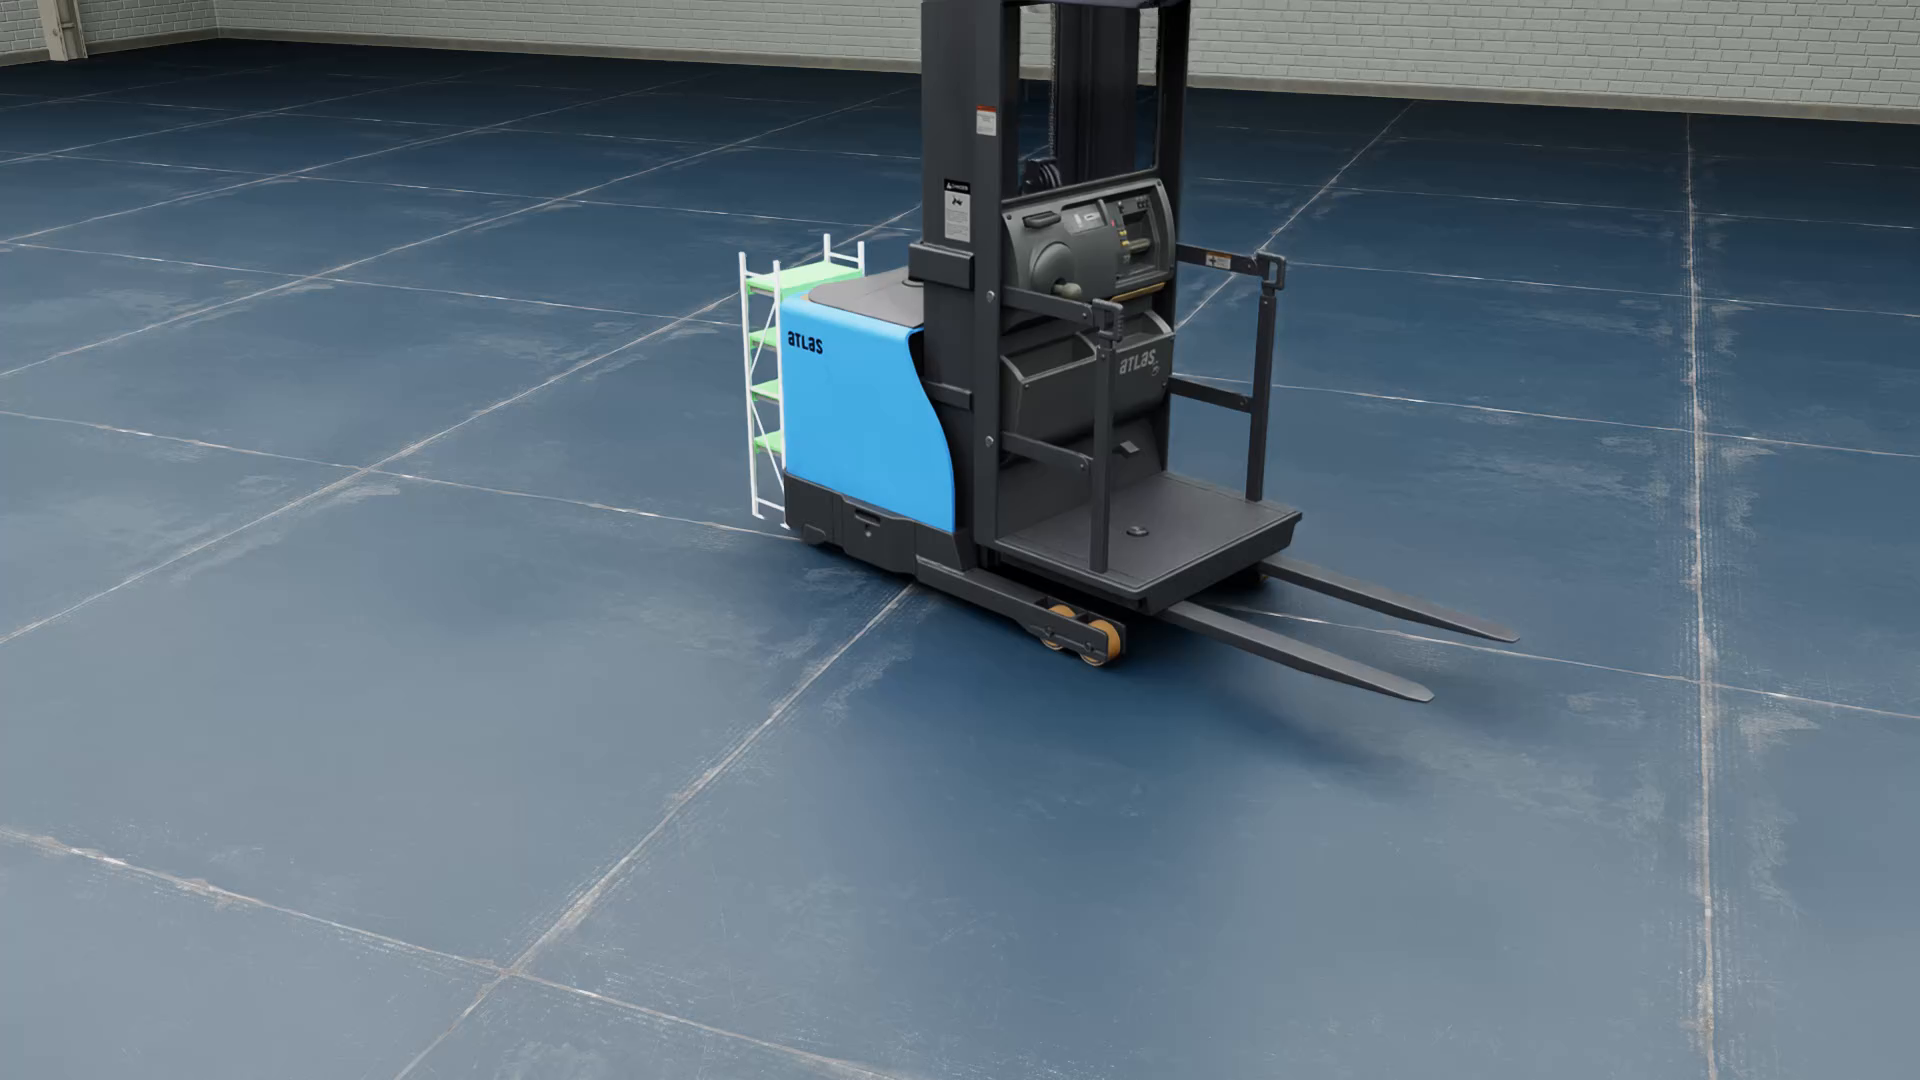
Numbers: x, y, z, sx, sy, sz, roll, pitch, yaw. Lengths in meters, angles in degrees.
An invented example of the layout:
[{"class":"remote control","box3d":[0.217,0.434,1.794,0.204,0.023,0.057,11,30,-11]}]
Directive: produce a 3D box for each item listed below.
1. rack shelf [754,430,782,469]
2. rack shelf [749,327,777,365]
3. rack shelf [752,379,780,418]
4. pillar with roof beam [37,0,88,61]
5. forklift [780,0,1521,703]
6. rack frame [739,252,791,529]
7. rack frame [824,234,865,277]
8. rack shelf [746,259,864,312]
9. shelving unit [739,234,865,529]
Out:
[{"class":"rack shelf","box3d":[-0.678,-0.424,7.498,0.258,0.148,0.480,20,30,39]},{"class":"rack shelf","box3d":[-0.678,-0.867,7.313,0.258,0.148,0.480,20,30,39]},{"class":"rack shelf","box3d":[-0.678,-0.646,7.405,0.258,0.148,0.480,20,30,39]},{"class":"pillar with roof beam","box3d":[-8.652,-10.365,20.389,9.100,9.000,0.400,9,24,20]},{"class":"forklift","box3d":[0.651,-1.114,6.115,3.031,2.935,1.130,20,30,39]},{"class":"rack frame","box3d":[-0.844,-0.636,7.216,0.240,1.200,0.015,20,30,39]},{"class":"rack frame","box3d":[-0.512,-0.774,7.545,0.240,1.200,0.015,20,30,39]},{"class":"rack shelf","box3d":[-0.678,-1.089,7.220,0.258,0.148,0.480,20,30,39]},{"class":"shelving unit","box3d":[-0.678,-0.705,7.380,0.258,1.200,0.503,20,30,39]}]
